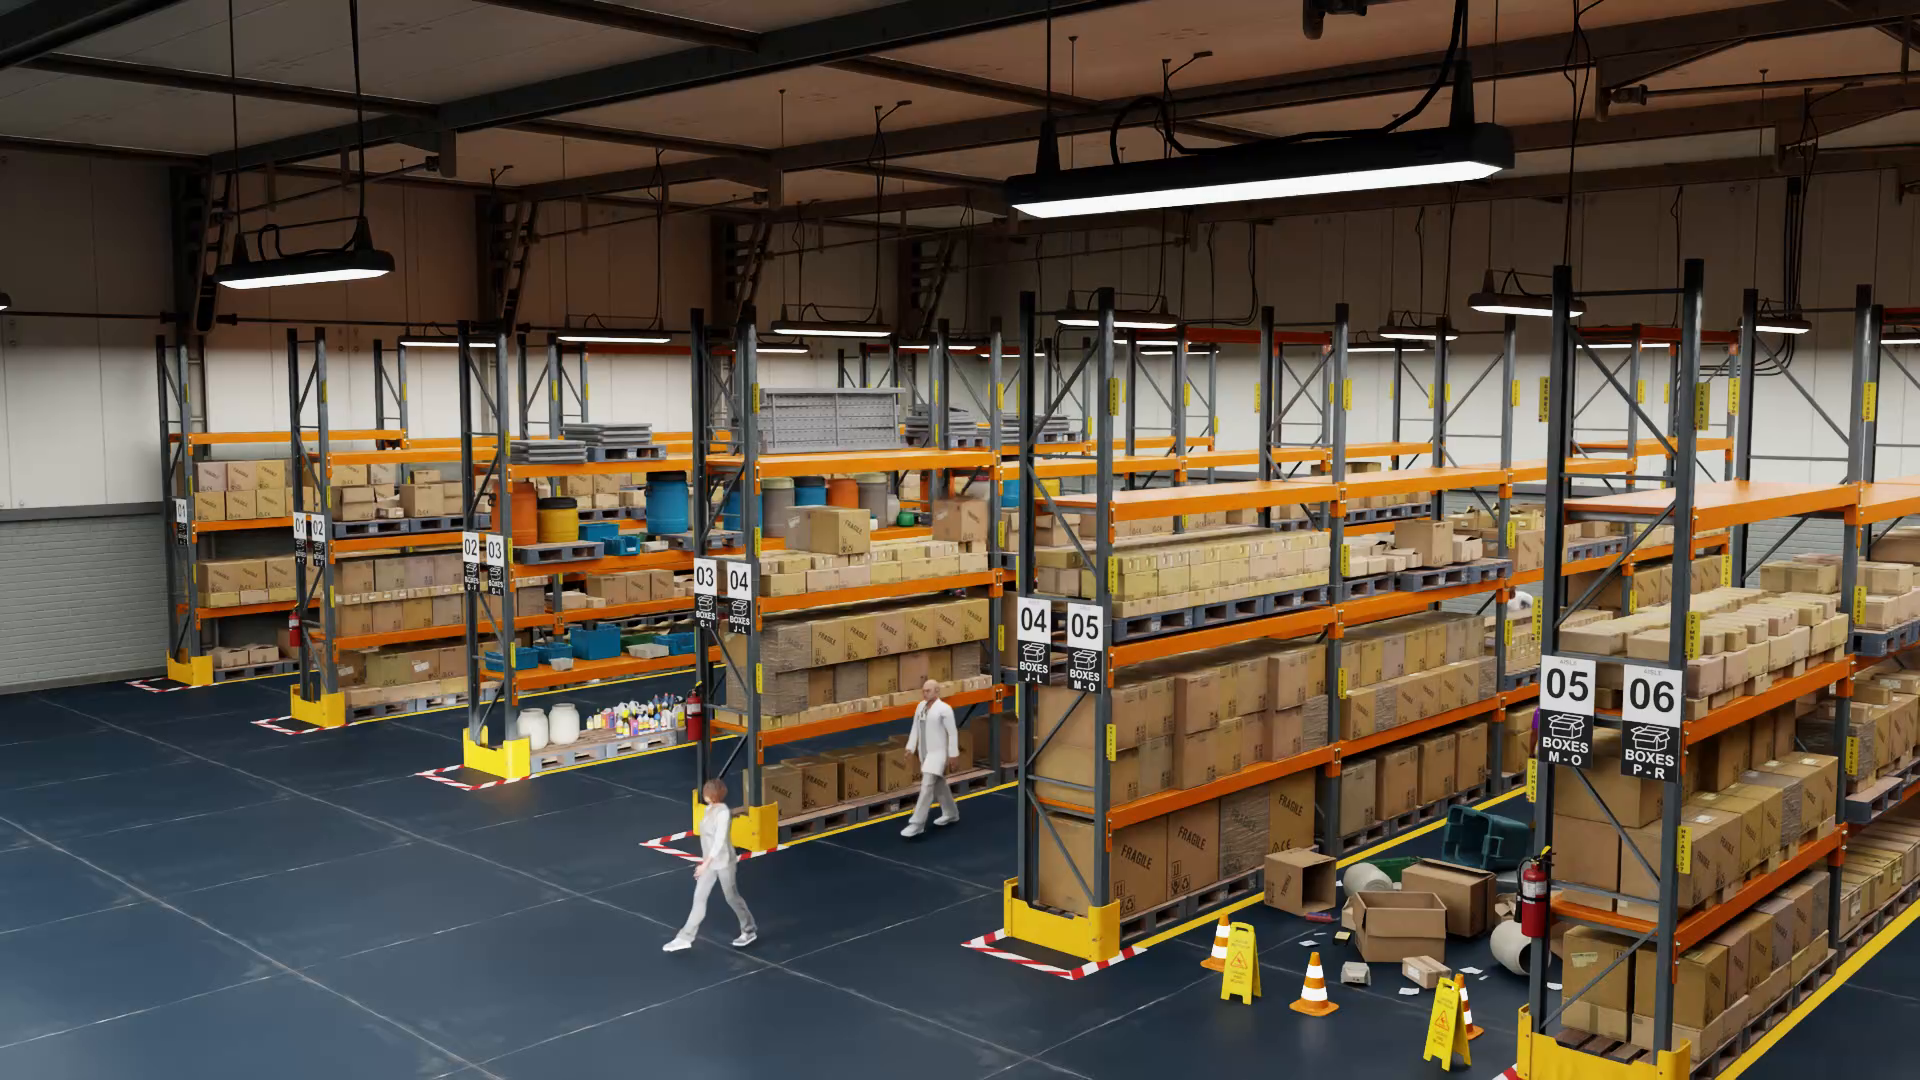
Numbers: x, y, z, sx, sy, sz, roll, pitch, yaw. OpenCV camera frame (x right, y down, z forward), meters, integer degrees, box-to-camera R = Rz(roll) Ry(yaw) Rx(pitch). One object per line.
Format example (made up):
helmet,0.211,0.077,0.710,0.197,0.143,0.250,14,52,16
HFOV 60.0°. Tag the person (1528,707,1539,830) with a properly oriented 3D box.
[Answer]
person,6.865,2.498,19.161,0.609,1.787,0.403,2,6,20

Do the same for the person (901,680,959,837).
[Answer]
person,-0.386,2.478,19.134,1.038,1.732,0.606,-4,7,-38

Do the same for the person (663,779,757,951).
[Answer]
person,-2.279,3.005,15.117,0.905,1.453,0.438,-3,6,-32

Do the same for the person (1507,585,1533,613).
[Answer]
person,10.069,1.510,30.104,0.701,1.666,0.730,-4,7,-39
